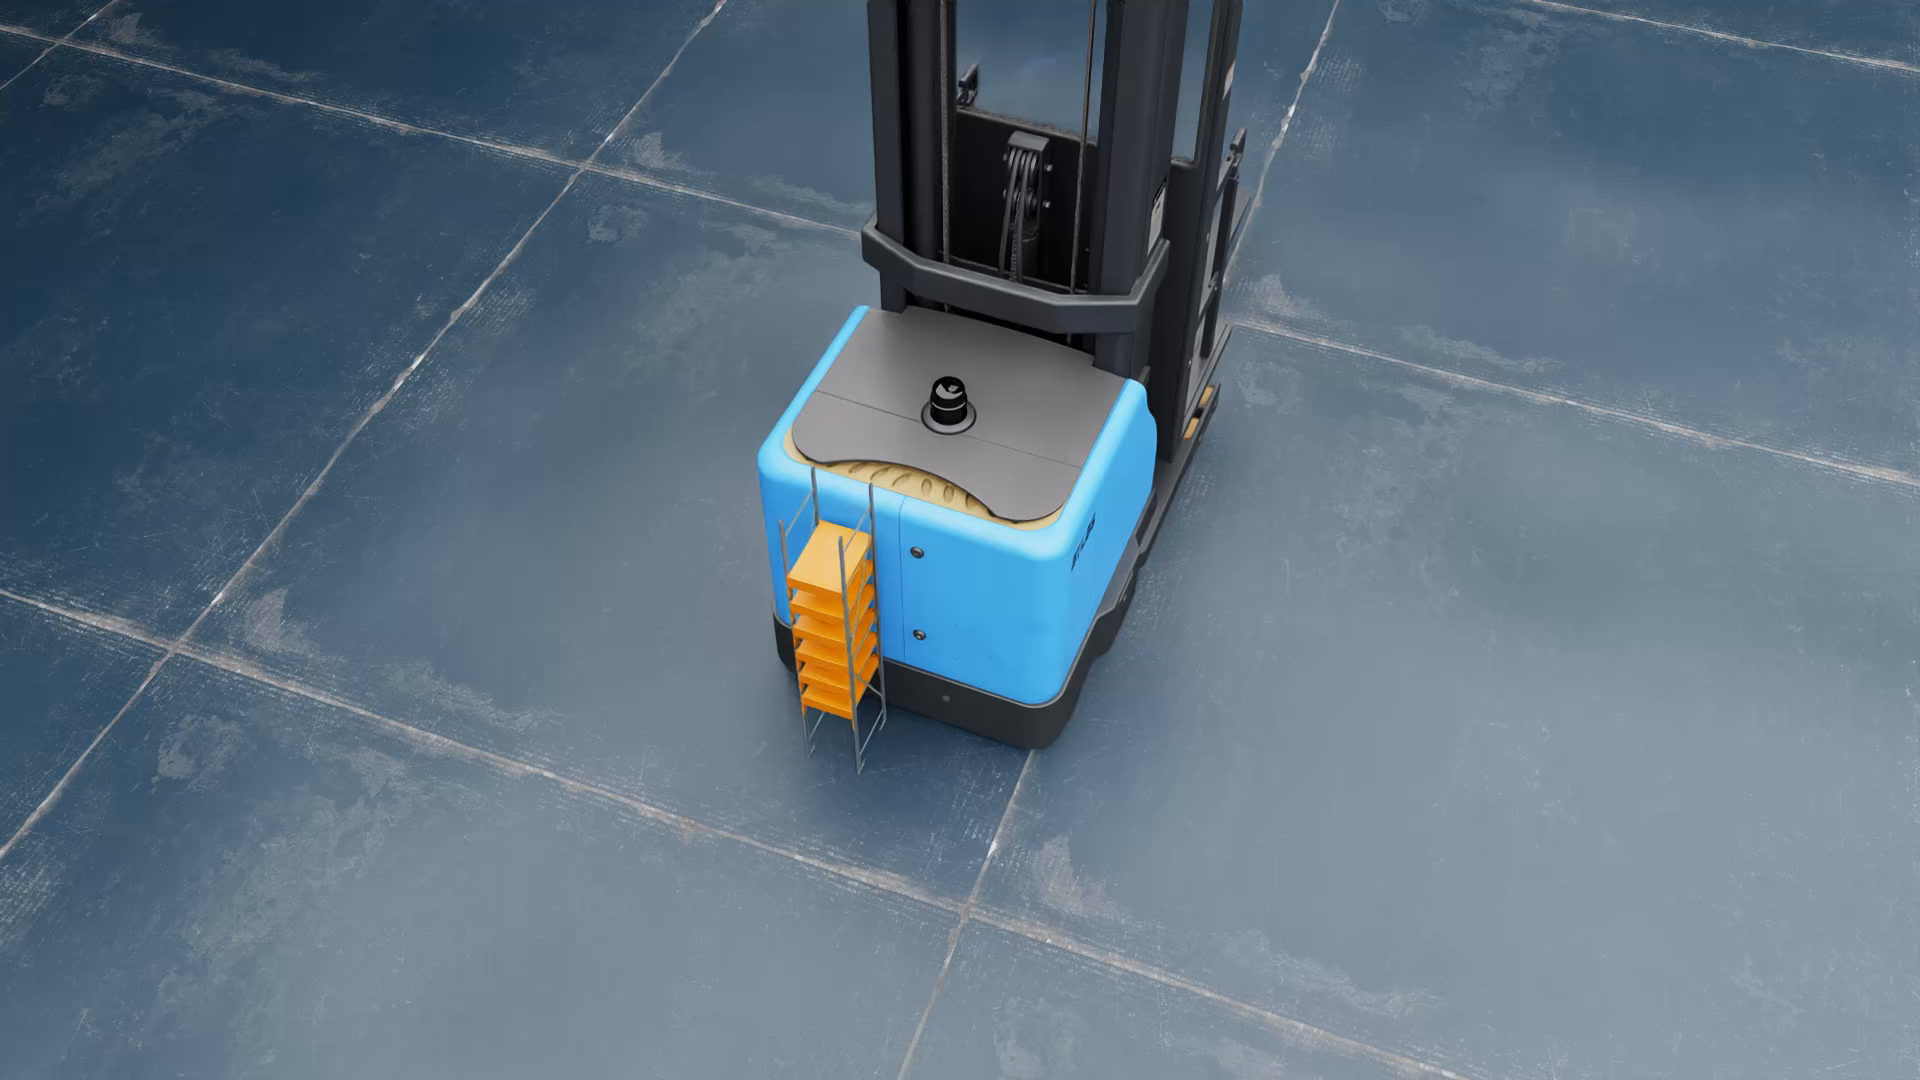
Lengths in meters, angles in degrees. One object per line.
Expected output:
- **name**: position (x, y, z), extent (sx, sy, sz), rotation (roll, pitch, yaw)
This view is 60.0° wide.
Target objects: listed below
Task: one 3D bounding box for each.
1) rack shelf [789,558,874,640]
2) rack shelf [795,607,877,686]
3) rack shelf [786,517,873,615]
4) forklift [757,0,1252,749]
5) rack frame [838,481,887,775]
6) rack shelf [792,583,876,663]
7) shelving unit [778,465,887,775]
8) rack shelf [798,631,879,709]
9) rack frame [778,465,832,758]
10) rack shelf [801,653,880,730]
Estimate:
- **rack shelf**: position (-0.383, 0.155, 5.063), extent (0.180, 0.103, 0.258), rotation (16, 51, 14)
- **rack shelf**: position (-0.383, 0.312, 5.244), extent (0.180, 0.103, 0.258), rotation (16, 51, 14)
- **rack shelf**: position (-0.383, 0.076, 4.972), extent (0.180, 0.103, 0.258), rotation (16, 51, 14)
- **forklift**: position (0.389, -1.399, 5.523), extent (1.130, 2.935, 3.031), rotation (17, 51, 14)
- **rack frame**: position (-0.298, 0.308, 5.189), extent (0.006, 1.200, 0.240), rotation (16, 51, 14)
- **rack shelf**: position (-0.383, 0.234, 5.154), extent (0.180, 0.103, 0.258), rotation (16, 51, 14)
- **shelving unit**: position (-0.383, 0.283, 5.211), extent (0.189, 1.200, 0.258), rotation (16, 51, 14)
- **rack shelf**: position (-0.383, 0.391, 5.335), extent (0.180, 0.103, 0.258), rotation (16, 51, 14)
- **rack frame**: position (-0.469, 0.258, 5.232), extent (0.006, 1.200, 0.240), rotation (16, 51, 14)
- **rack shelf**: position (-0.383, 0.469, 5.426), extent (0.180, 0.103, 0.258), rotation (16, 51, 14)
